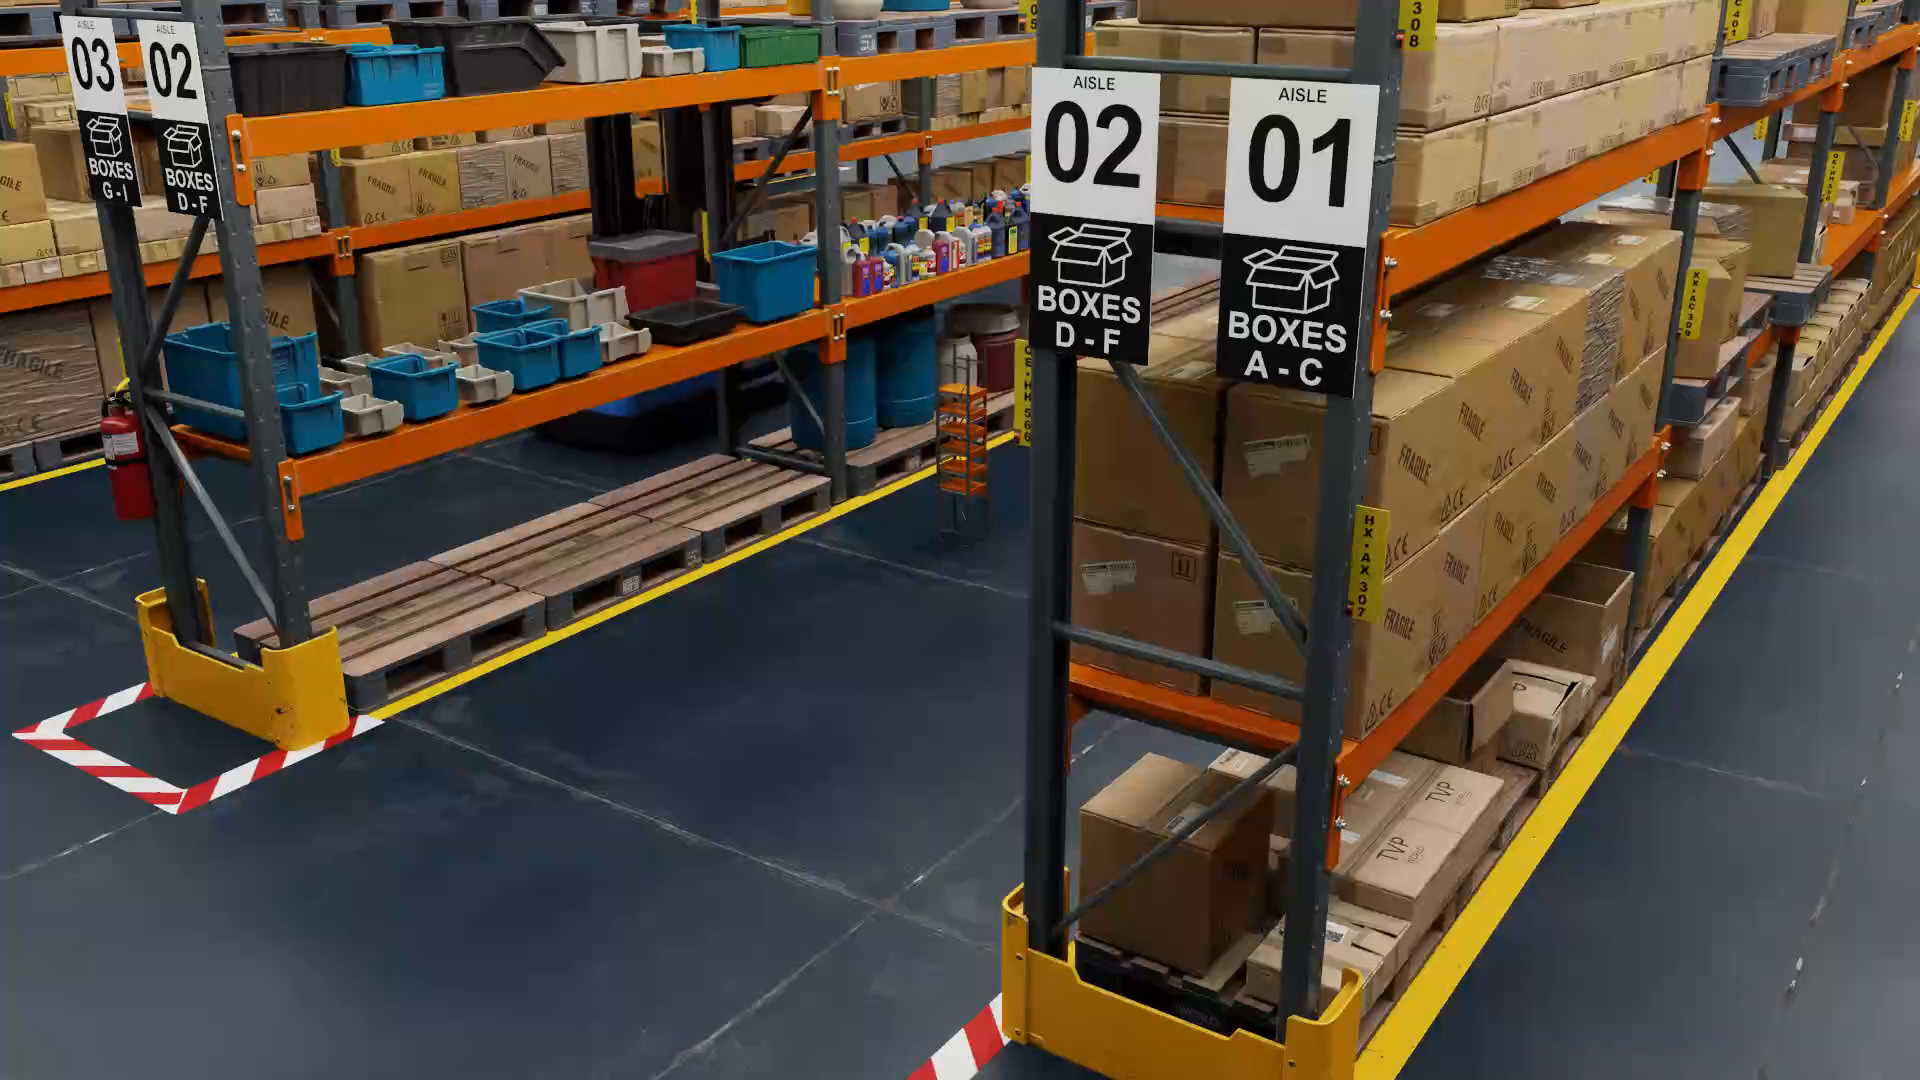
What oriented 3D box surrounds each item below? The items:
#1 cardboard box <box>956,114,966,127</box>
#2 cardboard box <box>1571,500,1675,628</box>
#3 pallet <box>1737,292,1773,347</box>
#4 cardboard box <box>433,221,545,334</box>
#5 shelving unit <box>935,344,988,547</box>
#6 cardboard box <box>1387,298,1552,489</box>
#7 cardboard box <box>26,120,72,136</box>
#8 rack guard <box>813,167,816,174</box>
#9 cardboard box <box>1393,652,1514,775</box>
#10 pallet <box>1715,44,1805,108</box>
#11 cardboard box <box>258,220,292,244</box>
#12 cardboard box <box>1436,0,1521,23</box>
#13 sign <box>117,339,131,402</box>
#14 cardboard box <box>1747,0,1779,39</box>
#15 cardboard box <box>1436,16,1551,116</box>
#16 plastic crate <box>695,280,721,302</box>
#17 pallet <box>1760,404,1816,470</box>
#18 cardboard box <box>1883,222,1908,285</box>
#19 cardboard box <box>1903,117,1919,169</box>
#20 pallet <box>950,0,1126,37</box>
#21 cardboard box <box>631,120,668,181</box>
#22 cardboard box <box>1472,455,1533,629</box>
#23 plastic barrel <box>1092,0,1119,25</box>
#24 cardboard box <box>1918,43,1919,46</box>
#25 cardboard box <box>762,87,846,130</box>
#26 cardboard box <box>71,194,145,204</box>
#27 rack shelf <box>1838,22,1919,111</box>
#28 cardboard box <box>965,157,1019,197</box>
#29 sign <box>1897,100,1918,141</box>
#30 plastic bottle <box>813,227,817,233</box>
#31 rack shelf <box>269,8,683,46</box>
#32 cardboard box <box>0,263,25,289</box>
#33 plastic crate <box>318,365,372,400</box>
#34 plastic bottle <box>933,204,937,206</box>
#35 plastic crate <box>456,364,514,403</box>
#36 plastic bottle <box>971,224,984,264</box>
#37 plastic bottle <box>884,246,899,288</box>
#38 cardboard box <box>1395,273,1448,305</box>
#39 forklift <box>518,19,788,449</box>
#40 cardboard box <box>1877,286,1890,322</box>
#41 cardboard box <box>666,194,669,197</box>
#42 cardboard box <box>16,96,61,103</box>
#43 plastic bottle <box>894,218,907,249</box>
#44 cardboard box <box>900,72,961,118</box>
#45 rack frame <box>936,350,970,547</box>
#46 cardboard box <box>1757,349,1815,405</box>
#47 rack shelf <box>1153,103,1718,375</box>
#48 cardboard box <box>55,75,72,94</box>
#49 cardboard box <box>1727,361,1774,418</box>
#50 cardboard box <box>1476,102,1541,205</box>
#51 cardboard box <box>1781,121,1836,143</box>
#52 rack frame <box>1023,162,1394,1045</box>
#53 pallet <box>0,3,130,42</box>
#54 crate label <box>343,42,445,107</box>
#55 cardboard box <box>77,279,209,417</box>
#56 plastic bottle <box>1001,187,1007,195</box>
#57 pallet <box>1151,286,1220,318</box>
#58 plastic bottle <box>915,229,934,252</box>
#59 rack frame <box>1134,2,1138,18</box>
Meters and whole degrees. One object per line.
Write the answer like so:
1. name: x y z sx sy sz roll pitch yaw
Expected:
1. cardboard box: -0.152 -5.040 19.929 0.380 0.149 0.250 13 24 32
2. cardboard box: 3.376 0.094 8.655 0.500 0.500 0.500 12 23 29
3. pallet: 4.062 -1.279 9.676 1.003 0.211 1.213 13 24 32
4. cardboard box: -4.443 -2.358 14.773 1.225 0.875 0.875 12 24 30
5. shelving unit: 0.008 -0.567 10.068 0.258 1.200 0.189 13 24 32
6. cardboard box: 1.695 -0.518 5.757 0.500 0.500 0.500 14 24 33
7. cardboard box: -8.732 -3.952 15.952 0.380 0.149 0.250 14 24 33
8. rack guard: -2.574 -5.987 25.731 1.175 0.500 0.348 13 24 32
9. cardboard box: 1.851 0.724 6.948 0.797 0.503 0.637 13 24 32
10. pallet: 3.327 -2.272 8.032 1.213 0.211 1.003 13 24 32
11. cardboard box: -5.333 -2.370 12.711 0.380 0.149 0.250 14 24 33
12. cardboard box: 1.280 -1.833 4.987 0.700 0.500 0.500 13 24 32
13. sign: -3.904 -0.779 7.812 0.100 0.325 0.005 13 24 32
14. cardboard box: 3.994 -2.991 8.811 0.600 0.600 0.600 12 24 30
15. cardboard box: 1.445 -1.442 5.012 0.500 0.250 0.500 13 24 32
16. plastic crate: -1.572 -1.546 10.415 0.396 0.136 0.243 13 24 32
17. pallet: 5.646 -0.849 12.255 1.003 0.211 1.213 13 24 32
18. cardboard box: 8.482 -2.694 15.501 0.500 0.500 0.500 13 24 32
19. cardboard box: 9.084 -3.987 16.576 0.700 0.500 0.500 14 24 33
20. pallet: 0.546 -4.013 12.739 1.003 0.211 1.213 13 24 32
21. cardboard box: -3.112 -3.718 15.849 0.500 0.500 0.500 14 25 33
22. cardboard box: 1.692 -0.048 5.927 0.500 0.500 0.500 13 24 32
23. plastic barrel: 1.153 -4.310 13.493 0.294 0.245 0.294 0 20 0
24. cardboard box: 9.346 -4.732 16.720 0.700 0.500 0.500 13 24 32
25. cardboard box: -1.689 -4.739 17.998 0.797 0.503 0.637 16 26 37
26. cardboard box: -6.339 -2.407 12.237 0.500 0.250 0.500 14 24 33
27. rack shelf: 6.276 -3.571 12.309 1.077 0.370 4.000 13 24 32
28. cardboard box: 0.417 -4.651 21.513 0.500 0.500 0.500 16 26 37
29. sign: 7.854 -3.479 13.791 0.100 0.325 0.005 13 24 32
30. plastic bottle: -0.946 -2.052 11.559 0.144 0.351 0.185 13 24 32
31. rack shelf: -4.164 -4.357 14.432 1.077 0.370 4.000 13 24 32
32. cardboard box: -6.488 -1.781 11.117 0.380 0.149 0.250 13 24 31
33. plastic crate: -3.132 -0.773 8.326 0.396 0.136 0.243 13 24 32
34. plastic bottle: -0.191 -2.414 12.654 0.097 0.271 0.097 0 20 0
35. plastic crate: -2.399 -0.781 8.347 0.250 0.136 0.298 13 24 32
36. plastic bottle: 0.122 -2.106 11.819 0.097 0.271 0.097 0 20 0
37. plastic bottle: -0.453 -1.812 11.025 0.097 0.271 0.097 0 20 0
38. cardboard box: 1.537 -0.772 6.443 0.500 0.500 0.500 14 25 33
39. forklift: -2.029 -2.484 12.755 1.130 2.935 3.031 11 23 28
40. cardboard box: 8.197 -2.199 15.245 0.500 0.250 0.500 13 24 32
41. cardboard box: -2.688 -3.445 17.142 0.500 0.250 0.500 14 25 34
42. cardboard box: -9.119 -4.298 16.461 0.380 0.149 0.250 12 24 30
43. plastic bottle: -0.429 -2.199 12.071 0.097 0.271 0.097 0 20 0
44. cardboard box: -0.487 -5.312 19.730 0.875 0.500 0.500 13 24 32
45. rack frame: -0.043 -0.541 9.997 0.240 1.200 0.006 13 24 32
46. cardboard box: 5.689 -1.191 11.712 0.500 0.311 0.500 14 25 34
47. rack shelf: 1.778 -1.276 6.104 1.077 0.370 4.000 13 24 32
48. cardboard box: -11.298 -5.769 21.034 0.500 0.250 0.500 13 24 32
49. cardboard box: 4.792 -0.983 10.486 0.500 0.250 0.500 14 25 34
50. cardboard box: 1.445 -1.208 5.099 0.500 0.250 0.500 13 24 32
51. cardboard box: 7.376 -3.547 14.450 0.380 0.149 0.250 13 24 32
52. rack frame: 0.654 0.367 4.948 1.000 3.000 0.127 13 24 32
53. pallet: -6.443 -3.497 11.200 1.003 0.211 1.213 13 24 32
54. crate label: -2.654 -2.139 7.613 0.408 0.251 0.502 13 24 32
55. cardboard box: -6.231 -1.482 12.405 0.875 0.875 0.875 13 24 32
56. plastic bottle: 0.324 -2.694 13.392 0.061 0.283 0.133 13 24 32
57. pallet: 2.211 -2.151 15.775 1.003 0.211 1.213 13 24 32
58. plastic bottle: -0.222 -2.043 11.643 0.152 0.276 0.135 13 24 32
59. rack frame: 1.057 -2.895 13.768 1.000 3.000 0.127 13 24 32
